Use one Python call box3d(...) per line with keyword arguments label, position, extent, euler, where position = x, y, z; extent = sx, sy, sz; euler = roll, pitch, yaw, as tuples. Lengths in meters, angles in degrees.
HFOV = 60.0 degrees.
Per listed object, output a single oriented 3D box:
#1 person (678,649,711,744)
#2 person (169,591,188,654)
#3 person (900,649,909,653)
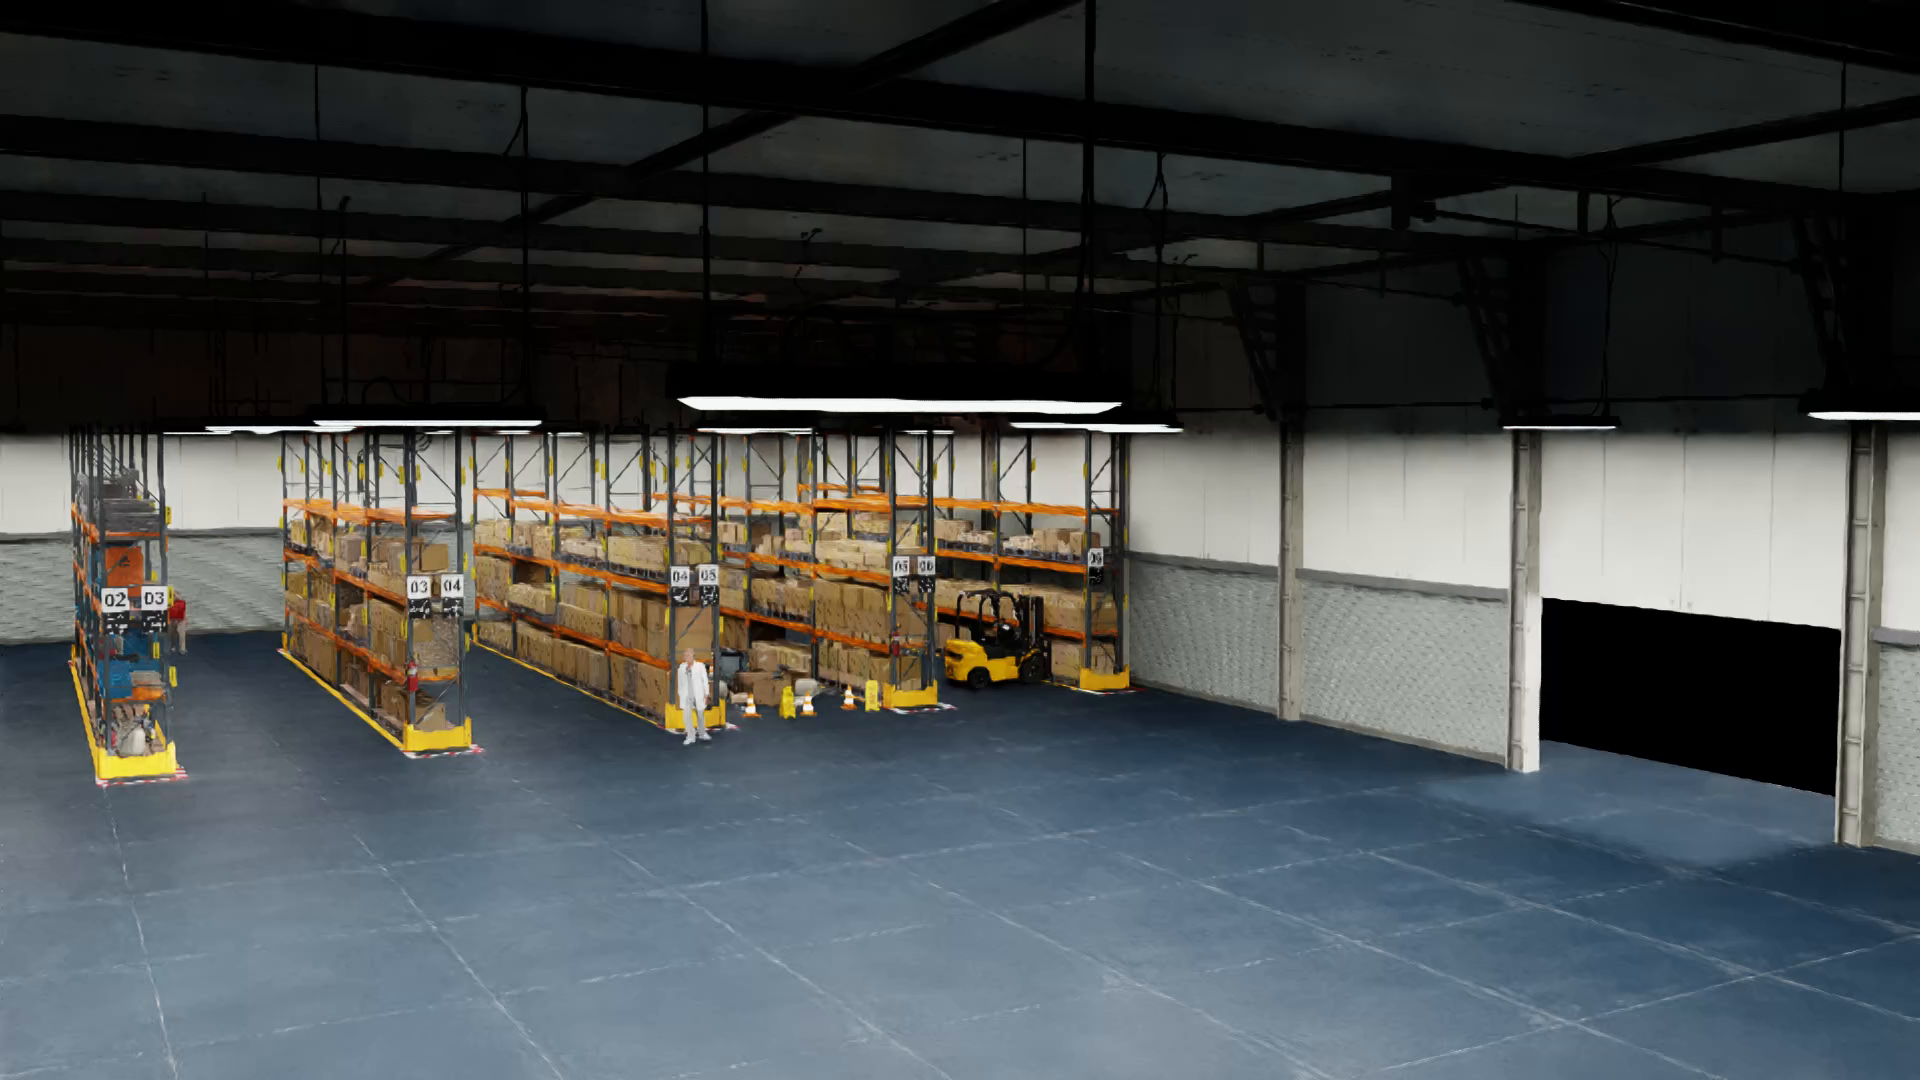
box3d(label="person", position=(-4.997, 2.940, 31.226), extent=(0.605, 1.718, 0.632), euler=(0, 4, 6))
box3d(label="person", position=(-20.751, 2.166, 43.995), extent=(0.542, 1.645, 1.126), euler=(-2, 4, -28))
box3d(label="person", position=(-1.565, 2.191, 43.449), extent=(0.529, 1.668, 0.574), euler=(0, 4, 1))
